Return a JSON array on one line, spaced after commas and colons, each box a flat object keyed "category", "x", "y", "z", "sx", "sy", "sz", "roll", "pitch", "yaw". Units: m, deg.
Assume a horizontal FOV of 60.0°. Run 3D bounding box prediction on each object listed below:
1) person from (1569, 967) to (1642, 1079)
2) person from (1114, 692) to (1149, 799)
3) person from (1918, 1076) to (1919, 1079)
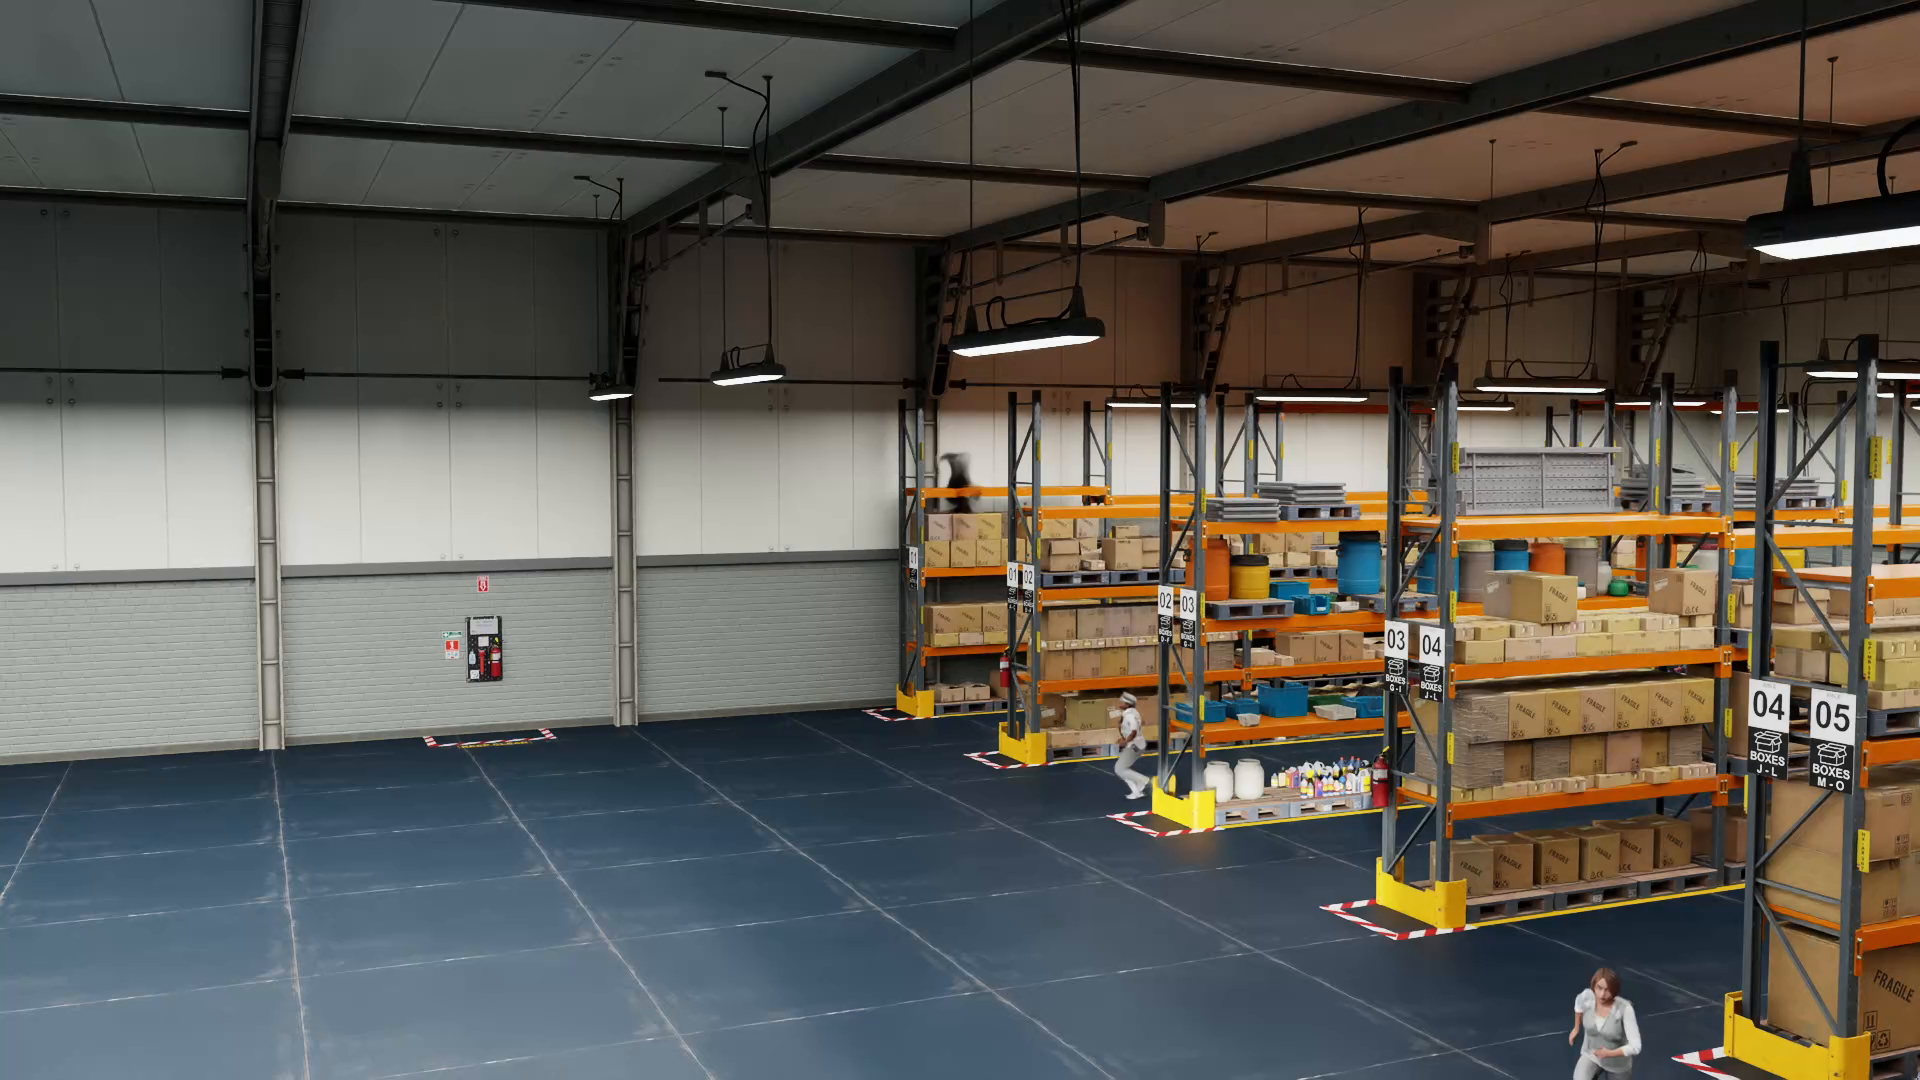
[{"category": "person", "x": 4.588, "y": 3.714, "z": 11.839, "sx": 0.547, "sy": 1.465, "sz": 0.927, "roll": 2, "pitch": 4, "yaw": 31}, {"category": "person", "x": 2.477, "y": 2.981, "z": 24.023, "sx": 0.514, "sy": 1.605, "sz": 0.653, "roll": 0, "pitch": 3, "yaw": -2}, {"category": "person", "x": 6.160, "y": 3.782, "z": 10.188, "sx": 0.655, "sy": 1.572, "sz": 0.802, "roll": 3, "pitch": 5, "yaw": 44}]
